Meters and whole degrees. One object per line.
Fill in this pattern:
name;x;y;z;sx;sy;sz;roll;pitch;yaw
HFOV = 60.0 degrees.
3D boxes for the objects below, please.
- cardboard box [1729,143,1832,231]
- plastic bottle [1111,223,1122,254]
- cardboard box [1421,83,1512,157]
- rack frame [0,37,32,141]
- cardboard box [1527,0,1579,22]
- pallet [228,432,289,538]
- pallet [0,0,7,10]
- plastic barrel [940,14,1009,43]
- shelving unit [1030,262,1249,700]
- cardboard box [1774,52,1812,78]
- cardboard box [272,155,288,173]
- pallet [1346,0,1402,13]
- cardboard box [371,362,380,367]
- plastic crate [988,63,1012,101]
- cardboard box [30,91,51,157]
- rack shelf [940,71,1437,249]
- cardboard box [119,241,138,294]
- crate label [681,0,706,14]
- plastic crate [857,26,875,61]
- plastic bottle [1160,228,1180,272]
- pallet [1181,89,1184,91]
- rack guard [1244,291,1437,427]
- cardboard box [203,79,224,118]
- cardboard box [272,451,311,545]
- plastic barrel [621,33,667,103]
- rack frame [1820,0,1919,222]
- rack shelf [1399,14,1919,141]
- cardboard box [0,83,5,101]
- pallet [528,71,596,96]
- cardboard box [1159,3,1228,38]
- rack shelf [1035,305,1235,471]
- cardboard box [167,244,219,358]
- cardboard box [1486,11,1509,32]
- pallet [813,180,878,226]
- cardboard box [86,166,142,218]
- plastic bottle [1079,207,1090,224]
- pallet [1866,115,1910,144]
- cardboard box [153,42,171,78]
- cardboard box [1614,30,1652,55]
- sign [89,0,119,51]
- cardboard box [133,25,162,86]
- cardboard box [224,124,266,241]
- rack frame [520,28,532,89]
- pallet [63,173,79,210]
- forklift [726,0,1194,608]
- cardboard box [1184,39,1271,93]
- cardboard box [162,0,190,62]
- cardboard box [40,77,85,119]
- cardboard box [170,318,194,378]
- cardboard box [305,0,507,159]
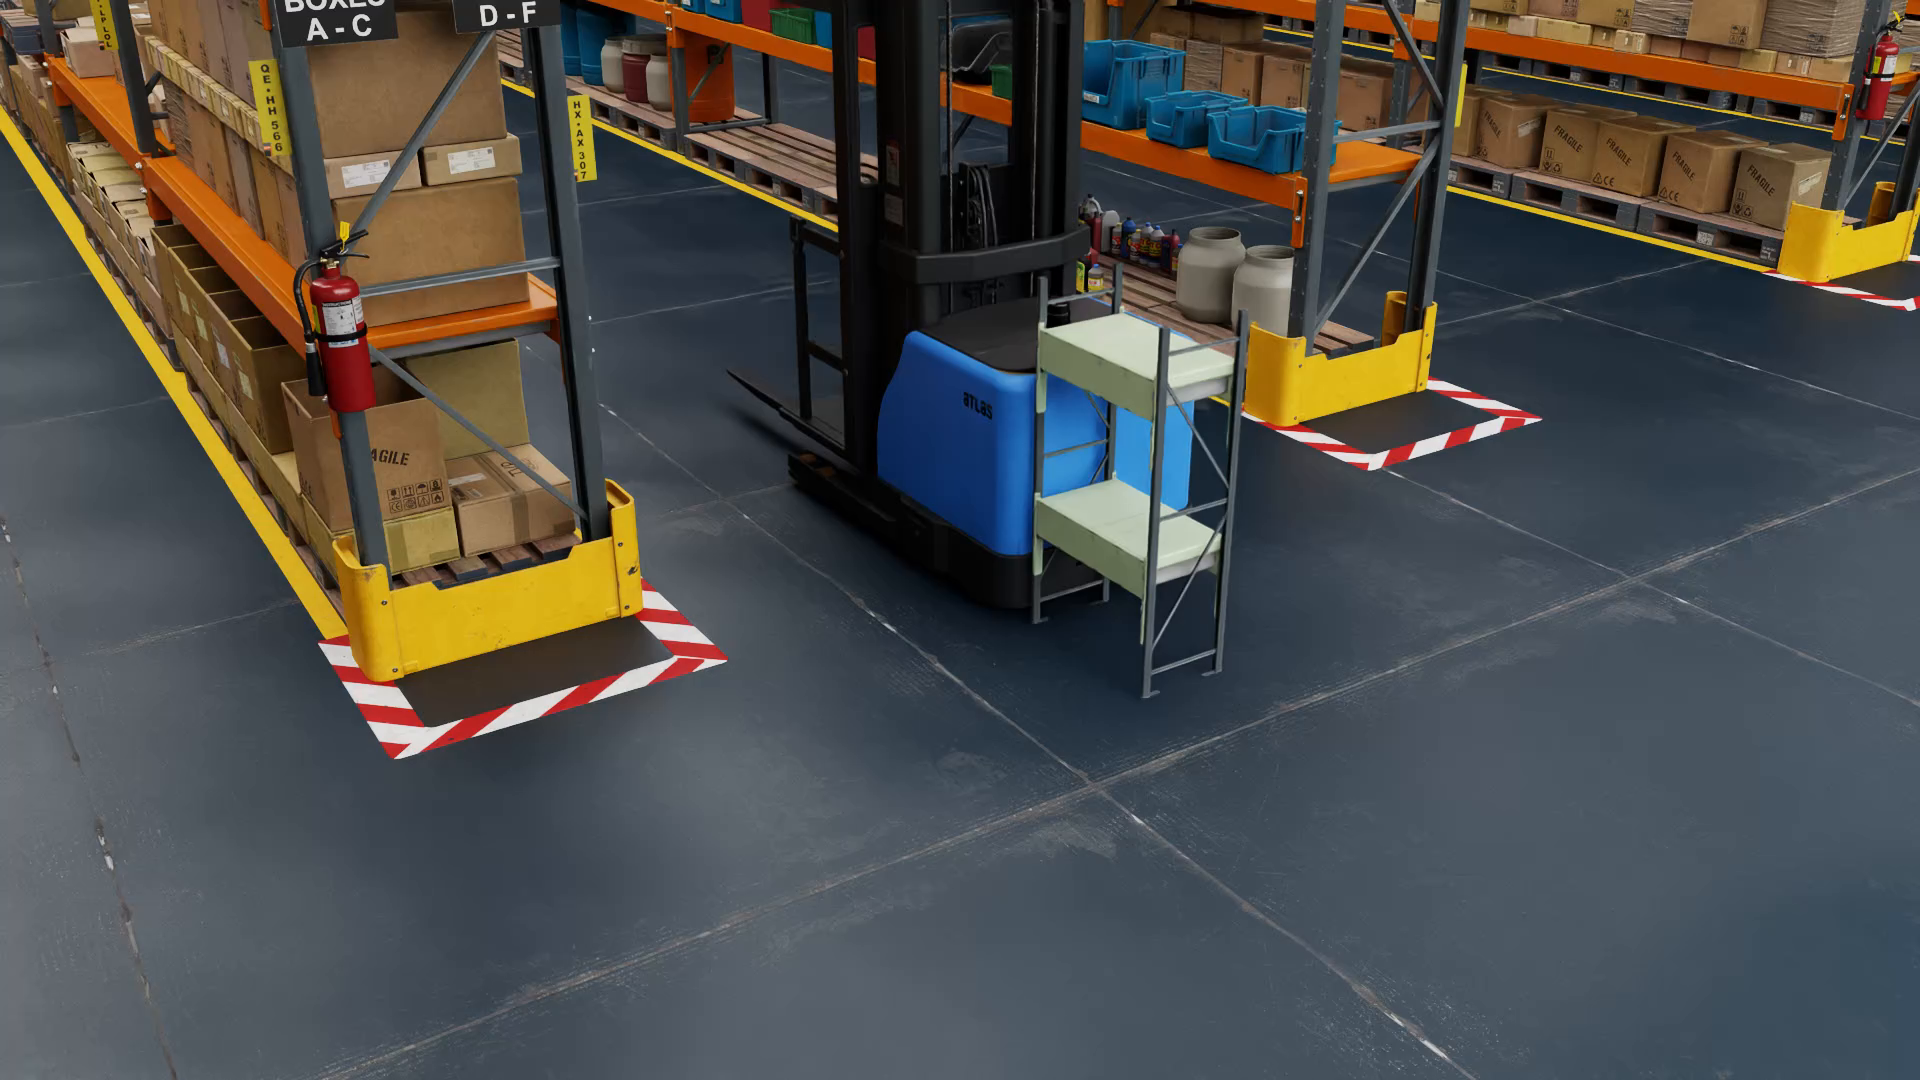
cardboard box;6.046;-2.585;12.148;0.500;0.500;0.500;-10;27;-20
plastic bottle;1.086;-2.066;11.375;0.097;0.201;0.097;0;25;0
cardboard box;4.374;-3.636;14.374;0.500;0.500;0.500;-17;30;-31
rack frame;-8.480;-5.283;15.427;1.000;3.000;0.127;-16;29;-30
cardboard box;4.984;-4.391;13.072;0.875;0.500;0.500;-16;29;-30
pallet;-3.044;-0.430;8.413;1.003;0.211;1.213;-16;29;-30
pallet;-8.136;-4.885;14.809;1.003;0.211;1.213;-16;29;-30
plastic barrel;0.082;-4.010;12.143;0.600;0.901;0.708;-16;29;-30
shelving unit;0.670;-0.239;6.499;0.431;1.500;0.755;-16;29;-30
cardboard box;5.908;-3.328;11.580;0.380;0.149;0.250;-16;29;-30
cardboard box;-2.582;-1.606;6.762;0.380;0.149;0.250;-16;30;-30
pallet;3.894;-4.949;14.945;1.003;0.211;1.213;-16;29;-30
cardboard box;-2.594;-0.874;7.939;0.500;0.500;0.500;-16;29;-30
plastic crate;0.544;-2.927;10.686;0.450;0.188;0.662;-16;29;-30
cardboard box;-7.578;-3.572;14.216;0.500;0.500;0.500;-17;30;-31
rack shelf;1.131;-2.534;10.446;1.077;0.370;4.000;-16;29;-30
cardboard box;-5.137;-1.813;10.806;0.500;0.250;0.500;-15;29;-28
crate label;-2.229;-4.691;14.370;0.303;0.233;0.416;-16;29;-30
plastic crate;-0.482;-3.705;12.010;0.402;0.464;0.583;-16;29;-30
plastic bottle;1.386;-1.921;10.972;0.061;0.283;0.133;-15;29;-29
pallet;2.431;-4.619;17.286;1.003;0.211;1.213;-16;29;-30
rack guard;2.142;-1.030;9.345;1.175;0.500;0.348;-16;29;-30
cardboard box;-3.280;-2.066;7.735;0.380;0.149;0.250;-16;30;-30
cardboard box;-2.753;-0.236;7.466;0.500;0.250;0.500;-16;29;-30
plastic barrel;-3.042;-4.680;16.482;0.600;0.588;0.708;-16;29;-30
rack frame;6.372;-3.298;11.223;1.000;3.000;0.127;-16;29;-30
rack shelf;5.281;-3.688;12.891;1.077;0.370;4.000;-16;29;-30
cardboard box;-9.284;-4.450;16.488;0.380;0.149;0.250;-16;29;-30
pallet;-3.942;-4.889;17.860;1.003;0.211;1.213;-16;29;-30
cardboard box;2.396;-5.334;17.071;0.500;0.250;0.500;-14;29;-28
rack shelf;0.670;-0.592;6.333;0.431;0.370;0.720;-16;29;-30
cardboard box;-3.843;-1.291;8.822;0.500;0.500;0.500;-16;29;-30
cardboard box;4.484;-4.206;13.439;0.380;0.149;0.250;-16;29;-30
pallet;-0.422;-2.585;12.979;1.003;0.211;1.213;-16;29;-30
cardboard box;-5.687;-2.428;11.451;0.500;0.311;0.500;-16;30;-31
plastic bottle;0.841;-2.165;11.488;0.061;0.283;0.133;-16;29;-30
pallet;9.419;-3.860;15.680;1.003;0.211;1.213;-16;29;-30
cardboard box;-3.992;-2.529;8.717;0.380;0.149;0.250;-15;29;-29
cardboard box;5.137;-3.750;12.475;0.380;0.149;0.250;-16;29;-30
sign;-4.563;-2.779;8.860;0.100;0.325;0.005;-16;29;-30
cardboard box;-4.806;-2.934;10.333;0.500;0.500;0.500;-13;28;-26
cardboard box;-3.021;-1.759;7.845;0.700;0.500;0.500;-15;29;-28
rack frame;-4.328;-6.436;17.870;1.000;3.000;0.127;-16;29;-30
pallet;-6.673;-2.867;13.576;1.003;0.211;1.213;-16;29;-30
forklift;-0.198;-1.619;7.746;1.130;2.935;3.031;-16;29;-30
cardboard box;2.701;-4.798;16.812;0.700;0.500;0.500;-18;31;-34
cardboard box;-3.589;-2.716;8.352;0.700;0.500;0.500;-16;29;-30
cardboard box;-7.038;-3.559;13.309;0.500;0.250;0.500;-14;29;-28
cardboard box;-4.114;-1.131;9.362;0.500;0.250;0.500;-16;29;-30
cardboard box;-2.203;-1.812;6.437;0.700;0.500;0.500;-15;29;-29
